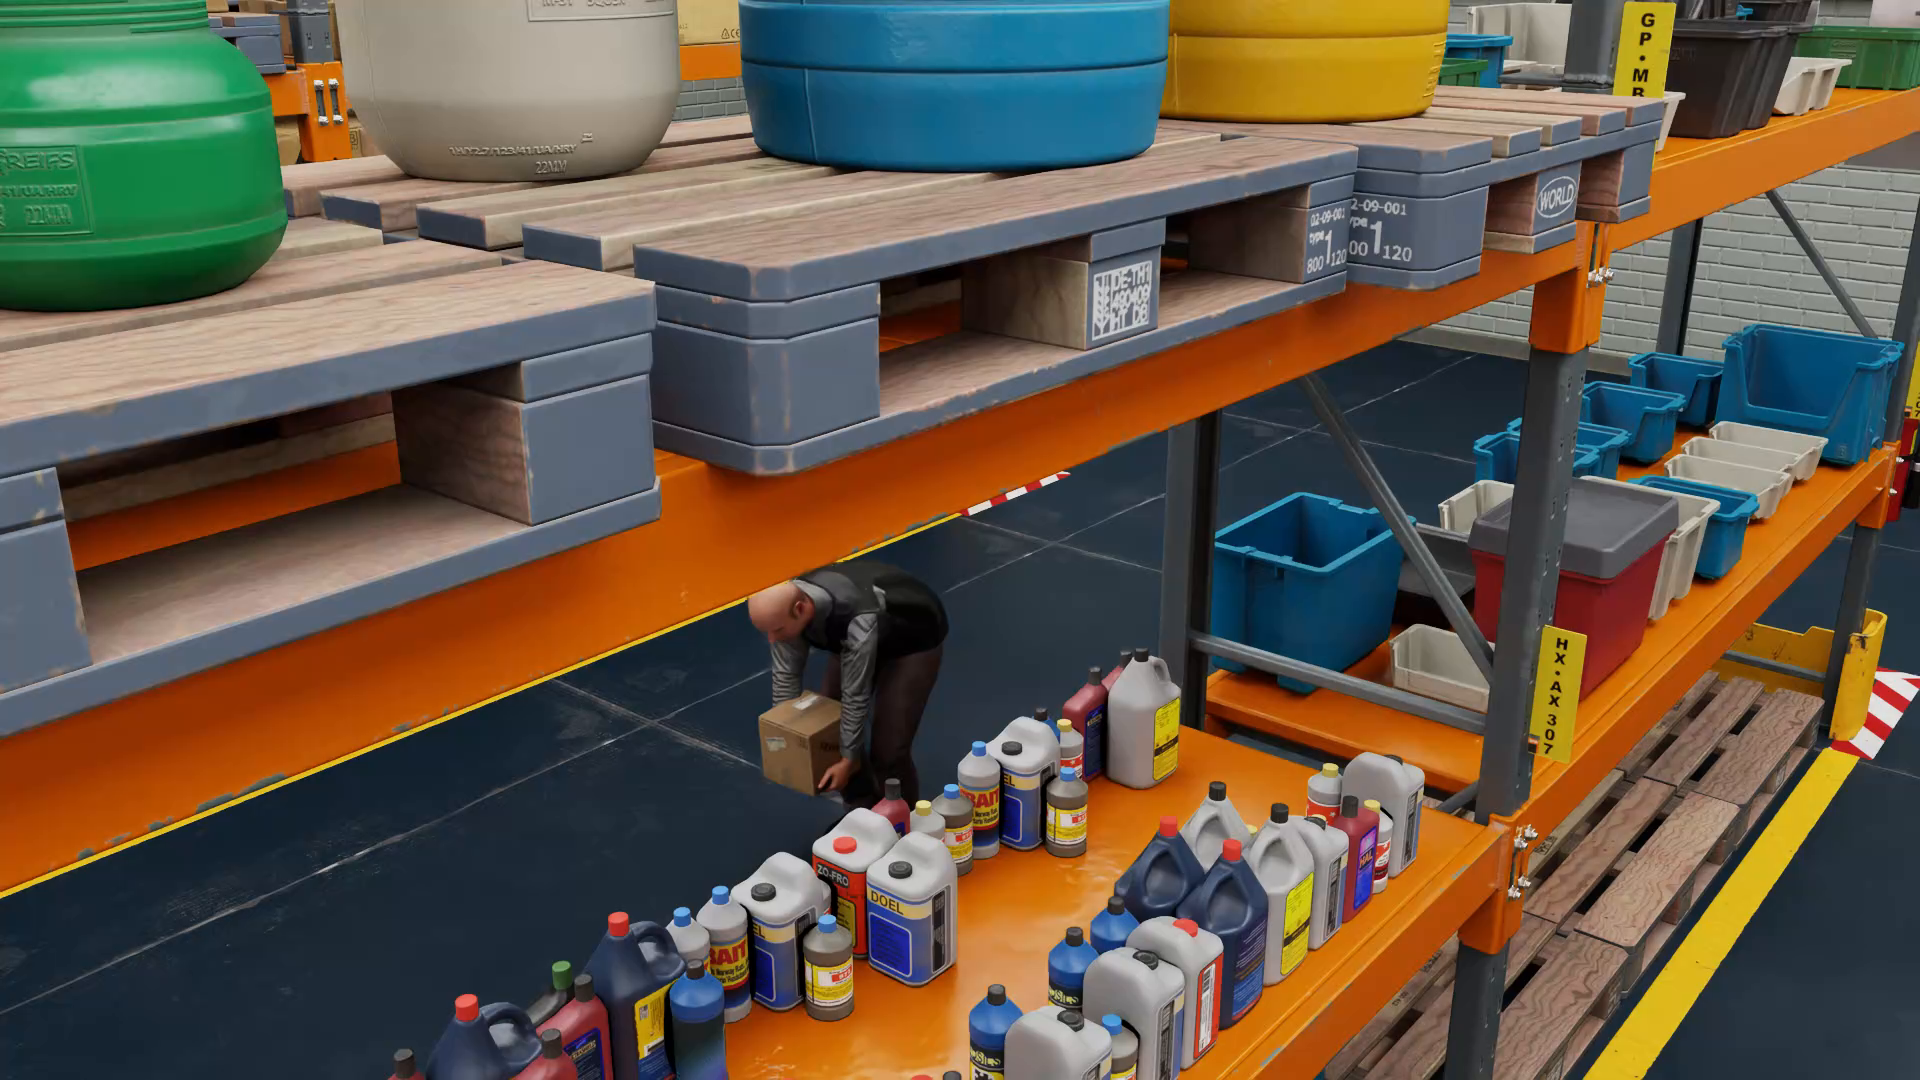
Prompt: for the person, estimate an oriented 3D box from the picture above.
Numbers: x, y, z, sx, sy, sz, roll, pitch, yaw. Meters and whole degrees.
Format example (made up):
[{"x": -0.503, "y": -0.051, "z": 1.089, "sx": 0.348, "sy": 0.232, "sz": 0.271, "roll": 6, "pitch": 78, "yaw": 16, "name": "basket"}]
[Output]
[{"x": -0.418, "y": 0.624, "z": 6.053, "sx": 0.481, "sy": 1.277, "sz": 0.907, "roll": 15, "pitch": 25, "yaw": 35, "name": "person"}]
